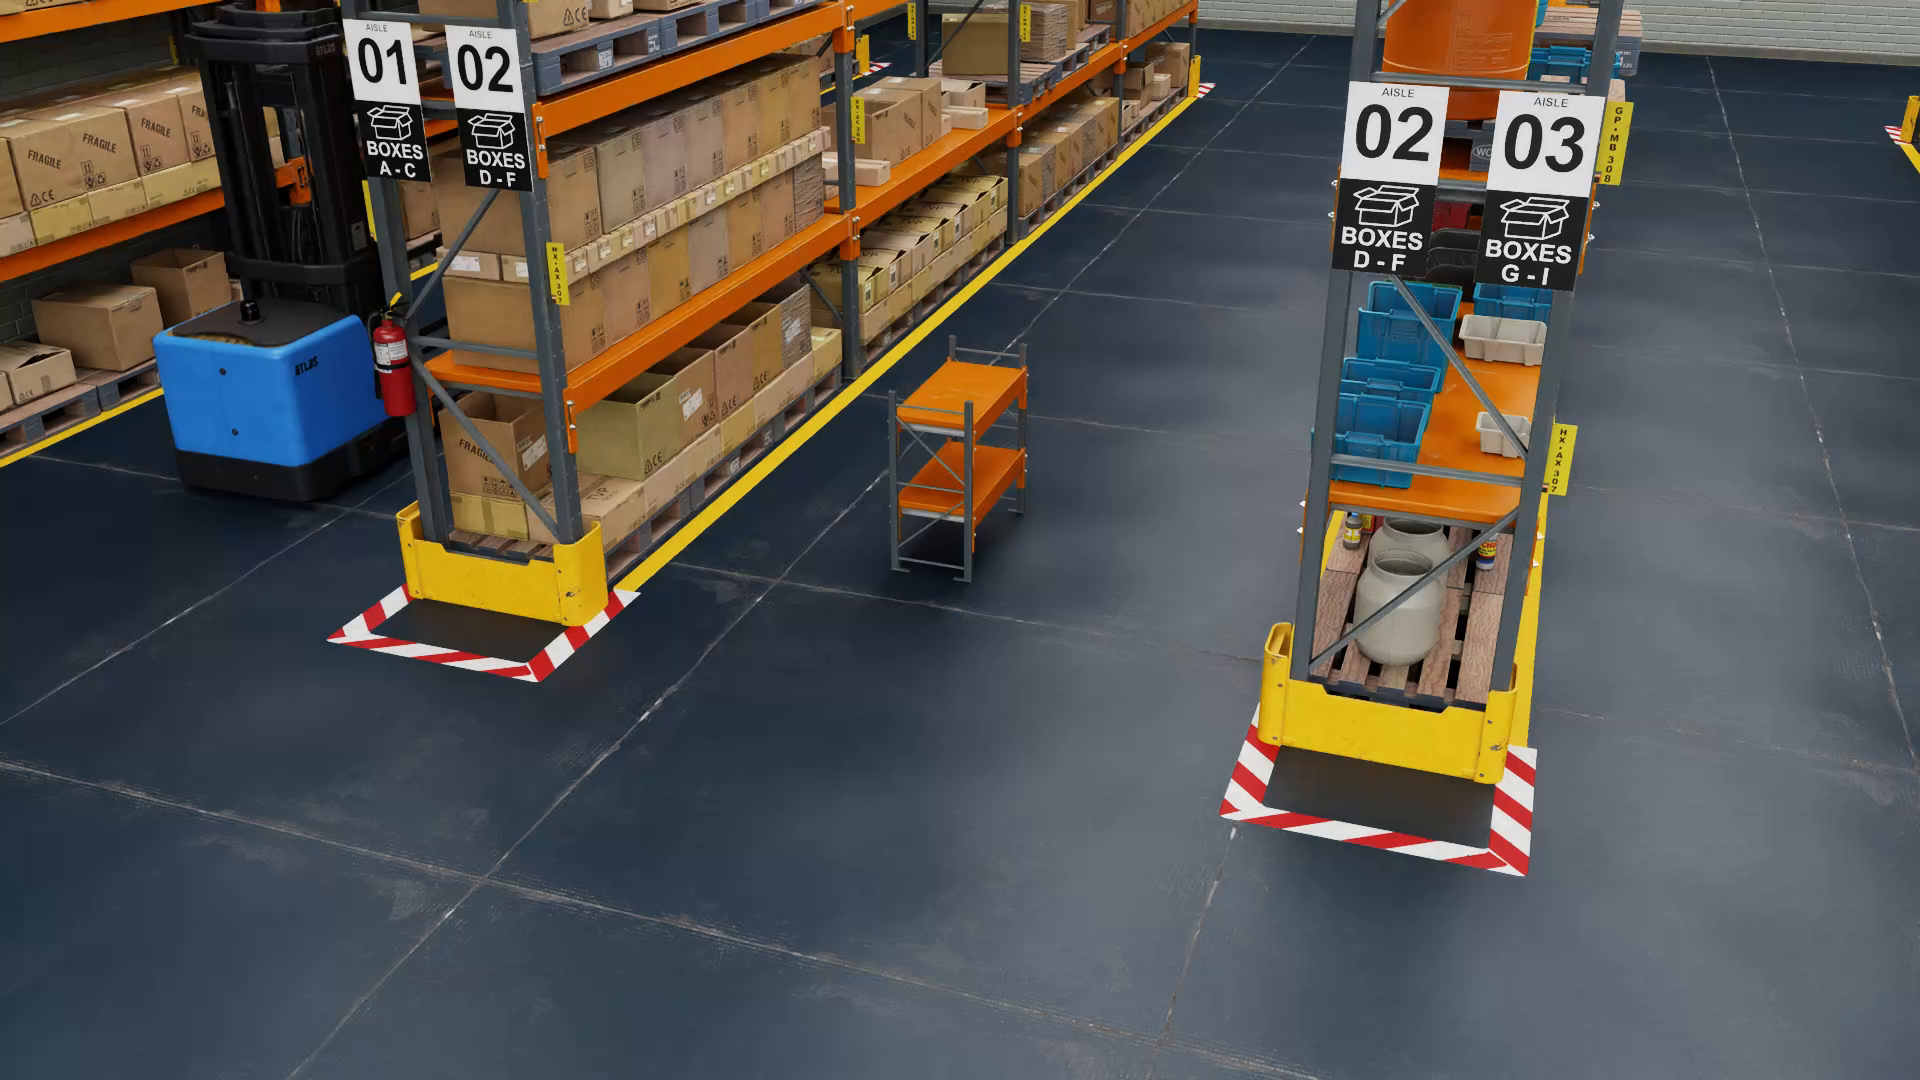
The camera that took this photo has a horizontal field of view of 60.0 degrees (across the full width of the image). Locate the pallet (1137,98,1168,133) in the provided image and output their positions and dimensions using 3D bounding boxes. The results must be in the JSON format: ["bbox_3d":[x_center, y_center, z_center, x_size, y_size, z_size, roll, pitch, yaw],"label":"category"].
[{"bbox_3d":[2.038,-5.486,21.339,1.003,0.211,1.213,9,27,17],"label":"pallet"}]

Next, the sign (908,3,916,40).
[{"bbox_3d":[-0.441,-4.873,15.634,0.100,0.325,0.005,9,27,17],"label":"sign"}]

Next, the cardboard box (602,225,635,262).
[{"bbox_3d":[-2.085,-1.703,9.466,0.380,0.149,0.250,9,27,18],"label":"cardboard box"}]

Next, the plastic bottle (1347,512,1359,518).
[{"bbox_3d":[2.301,-0.149,9.729,0.061,0.283,0.133,9,27,19],"label":"plastic bottle"}]

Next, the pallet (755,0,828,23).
[{"bbox_3d":[-1.517,-3.625,10.954,1.003,0.211,1.213,9,27,17],"label":"pallet"}]

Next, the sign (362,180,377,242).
[{"bbox_3d":[-3.096,-1.737,8.795,0.100,0.325,0.005,9,27,17],"label":"sign"}]

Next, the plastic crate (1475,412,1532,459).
[{"bbox_3d":[2.682,-0.508,8.159,0.298,0.136,0.250,9,27,17],"label":"plastic crate"}]

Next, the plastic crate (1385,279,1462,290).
[{"bbox_3d":[2.694,-1.337,9.812,0.450,0.188,0.662,9,27,17],"label":"plastic crate"}]

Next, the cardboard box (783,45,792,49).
[{"bbox_3d":[-2.463,-6.650,22.185,0.380,0.149,0.250,8,27,16],"label":"cardboard box"}]

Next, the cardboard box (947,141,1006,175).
[{"bbox_3d":[0.163,-3.804,17.028,0.500,0.500,0.500,10,28,19],"label":"cardboard box"}]

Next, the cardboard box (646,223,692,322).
[{"bbox_3d":[-2.080,-1.680,10.162,0.700,0.500,0.500,9,27,18],"label":"cardboard box"}]

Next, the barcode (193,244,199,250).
[{"bbox_3d":[-6.336,-2.415,13.793,0.001,0.075,0.075,9,27,17],"label":"barcode"}]

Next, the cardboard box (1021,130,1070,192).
[{"bbox_3d":[0.835,-3.952,17.335,0.500,0.500,0.500,8,27,17],"label":"cardboard box"}]

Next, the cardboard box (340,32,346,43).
[{"bbox_3d":[-5.346,-4.337,15.145,0.700,0.500,0.500,13,29,24],"label":"cardboard box"}]

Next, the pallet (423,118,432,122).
[{"bbox_3d":[-5.219,-4.124,15.545,1.003,0.211,1.213,9,27,17],"label":"pallet"}]

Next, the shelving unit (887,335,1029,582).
[{"bbox_3d":[0.002,-0.509,10.011,0.538,1.125,1.048,9,27,17],"label":"shelving unit"}]

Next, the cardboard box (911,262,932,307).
[{"bbox_3d":[-0.549,-2.173,13.970,0.500,0.250,0.500,8,27,16],"label":"cardboard box"}]

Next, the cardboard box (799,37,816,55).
[{"bbox_3d":[-2.409,-6.666,22.963,0.700,0.500,0.500,8,27,16],"label":"cardboard box"}]

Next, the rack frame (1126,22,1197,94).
[{"bbox_3d":[2.736,-7.600,22.505,1.000,3.000,0.127,9,27,17],"label":"rack frame"}]

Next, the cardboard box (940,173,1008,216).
[{"bbox_3d":[0.131,-3.265,15.582,0.500,0.311,0.500,9,27,19],"label":"cardboard box"}]

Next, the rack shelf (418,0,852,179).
[{"bbox_3d":[-1.923,-2.873,10.125,1.077,0.370,4.000,9,27,17],"label":"rack shelf"}]

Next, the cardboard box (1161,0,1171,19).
[{"bbox_3d":[2.335,-6.797,20.731,0.500,0.500,0.500,8,27,17],"label":"cardboard box"}]

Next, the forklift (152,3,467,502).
[{"bbox_3d":[-4.159,-2.182,11.393,1.130,2.935,3.031,8,27,17],"label":"forklift"}]

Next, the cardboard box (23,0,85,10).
[{"bbox_3d":[-6.375,-3.900,11.283,0.500,0.500,0.500,10,28,21],"label":"cardboard box"}]

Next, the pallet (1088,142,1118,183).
[{"bbox_3d":[1.170,-4.361,19.016,1.003,0.211,1.213,9,27,17],"label":"pallet"}]

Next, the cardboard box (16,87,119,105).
[{"bbox_3d":[-6.630,-3.086,12.470,0.500,0.500,0.500,10,27,19],"label":"cardboard box"}]

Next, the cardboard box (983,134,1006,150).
[{"bbox_3d":[0.178,-4.165,16.913,0.500,0.250,0.500,10,28,19],"label":"cardboard box"}]

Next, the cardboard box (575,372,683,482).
[{"bbox_3d":[-2.036,-0.708,10.083,0.500,0.500,0.500,9,27,17],"label":"cardboard box"}]

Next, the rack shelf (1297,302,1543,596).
[{"bbox_3d":[2.747,-0.803,9.292,1.077,0.370,4.000,9,27,17],"label":"rack shelf"}]

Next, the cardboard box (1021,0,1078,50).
[{"bbox_3d":[0.875,-5.455,17.479,0.700,0.500,0.500,2,26,4],"label":"cardboard box"}]

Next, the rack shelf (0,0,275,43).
[{"bbox_3d":[-6.596,-3.590,11.606,1.077,0.370,4.000,9,27,17],"label":"rack shelf"}]

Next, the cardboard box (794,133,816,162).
[{"bbox_3d":[-1.230,-2.762,11.653,0.380,0.149,0.250,8,27,16],"label":"cardboard box"}]

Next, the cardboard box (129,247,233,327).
[{"bbox_3d":[-6.238,-2.026,13.356,0.500,0.500,0.500,7,27,14],"label":"cardboard box"}]

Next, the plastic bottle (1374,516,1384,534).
[{"bbox_3d":[2.489,-0.183,9.799,0.061,0.283,0.133,9,27,17],"label":"plastic bottle"}]

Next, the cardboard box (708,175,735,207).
[{"bbox_3d":[-1.656,-2.232,10.558,0.380,0.149,0.250,10,27,19],"label":"cardboard box"}]

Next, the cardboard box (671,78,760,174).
[{"bbox_3d":[-1.733,-2.701,10.783,0.700,0.500,0.500,9,27,17],"label":"cardboard box"}]

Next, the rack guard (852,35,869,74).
[{"bbox_3d":[-1.929,-7.202,24.551,1.175,0.500,0.348,9,27,17],"label":"rack guard"}]

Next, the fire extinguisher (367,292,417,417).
[{"bbox_3d":[-3.066,-1.009,8.980,0.296,0.674,0.183,9,27,17],"label":"fire extinguisher"}]

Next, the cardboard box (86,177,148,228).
[{"bbox_3d":[-6.295,-2.469,12.057,0.500,0.250,0.500,9,27,18],"label":"cardboard box"}]

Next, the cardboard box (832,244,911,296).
[{"bbox_3d":[-0.714,-2.211,13.405,0.500,0.311,0.500,8,27,17],"label":"cardboard box"}]

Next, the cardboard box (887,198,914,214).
[{"bbox_3d":[-0.716,-2.917,14.863,0.500,0.311,0.500,8,27,16],"label":"cardboard box"}]

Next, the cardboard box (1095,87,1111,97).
[{"bbox_3d":[1.576,-5.528,20.805,0.500,0.311,0.500,9,27,17],"label":"cardboard box"}]

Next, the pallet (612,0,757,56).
[{"bbox_3d":[-1.925,-3.125,9.922,1.003,0.211,1.213,9,27,17],"label":"pallet"}]

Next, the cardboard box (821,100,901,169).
[{"bbox_3d":[-0.811,-3.243,13.392,0.500,0.500,0.500,11,28,21],"label":"cardboard box"}]

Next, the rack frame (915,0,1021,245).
[{"bbox_3d":[0.074,-4.313,15.715,1.000,3.000,0.127,9,27,17],"label":"rack frame"}]

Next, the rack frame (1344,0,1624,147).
[{"bbox_3d":[2.081,-3.005,6.131,1.000,3.000,0.127,9,27,17],"label":"rack frame"}]

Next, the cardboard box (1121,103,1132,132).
[{"bbox_3d":[1.748,-5.085,19.891,0.500,0.311,0.500,9,27,17],"label":"cardboard box"}]

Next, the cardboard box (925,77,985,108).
[{"bbox_3d":[-0.089,-4.129,15.439,0.500,0.311,0.500,11,28,21],"label":"cardboard box"}]

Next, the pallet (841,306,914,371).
[{"bbox_3d":[-1.049,-1.722,13.565,1.003,0.211,1.213,9,27,17],"label":"pallet"}]

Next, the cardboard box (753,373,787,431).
[{"bbox_3d":[-1.534,-0.986,11.518,0.500,0.250,0.500,9,27,17],"label":"cardboard box"}]

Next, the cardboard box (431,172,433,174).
[{"bbox_3d":[-5.209,-3.396,16.185,0.700,0.500,0.500,9,27,17],"label":"cardboard box"}]

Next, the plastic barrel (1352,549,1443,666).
[{"bbox_3d":[2.228,0.344,8.470,0.421,0.512,0.421,0,26,0],"label":"plastic barrel"}]

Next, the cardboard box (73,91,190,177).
[{"bbox_3d":[-6.134,-3.014,12.322,0.500,0.500,0.500,8,27,16],"label":"cardboard box"}]

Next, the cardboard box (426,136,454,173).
[{"bbox_3d":[-5.205,-3.699,15.951,0.500,0.250,0.500,9,27,17],"label":"cardboard box"}]

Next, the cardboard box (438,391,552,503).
[{"bbox_3d":[-2.691,-0.577,9.813,0.500,0.500,0.500,9,27,17],"label":"cardboard box"}]
